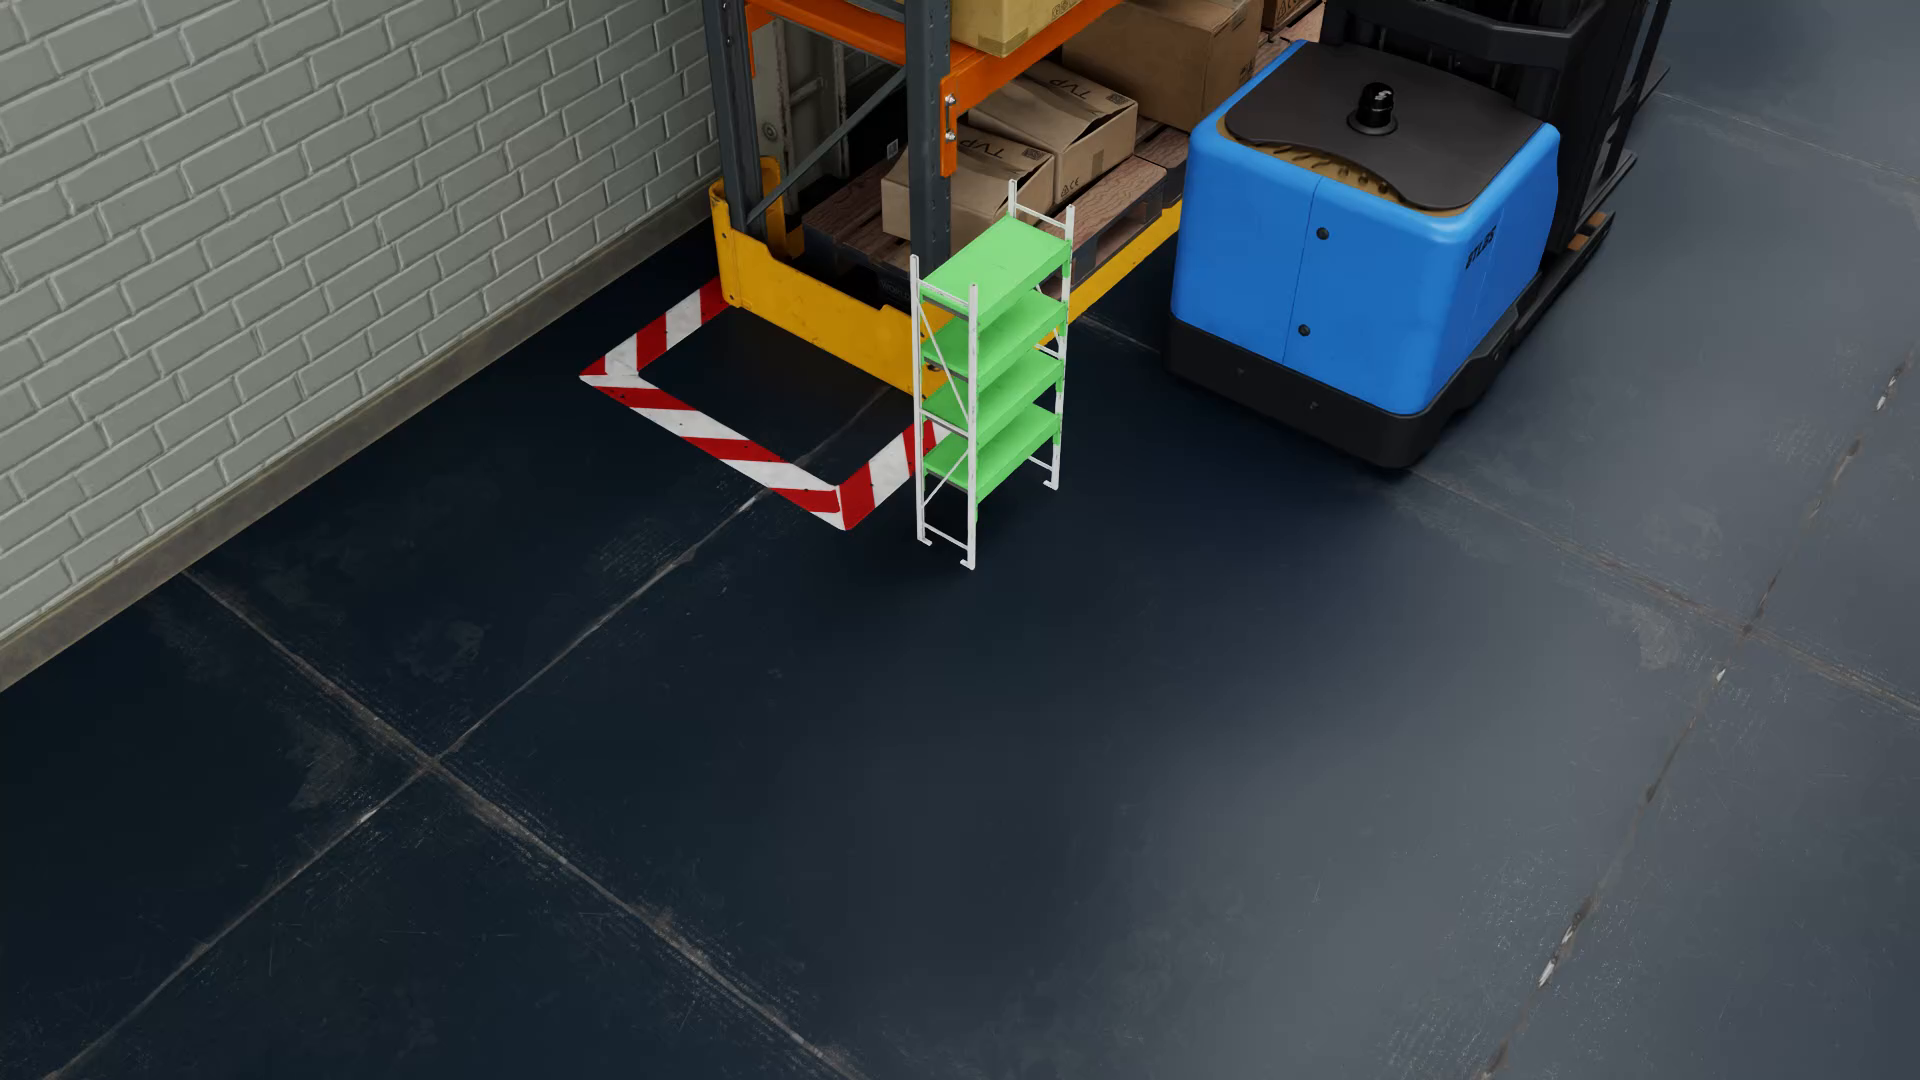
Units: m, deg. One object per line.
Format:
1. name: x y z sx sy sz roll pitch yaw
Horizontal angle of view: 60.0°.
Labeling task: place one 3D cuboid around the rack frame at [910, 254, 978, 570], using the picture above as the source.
1. rack frame: -0.048 -0.370 5.273 0.240 1.200 0.015 29 53 25

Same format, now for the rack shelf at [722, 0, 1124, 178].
1. rack shelf: 0.761 -2.709 6.761 1.077 0.370 4.000 29 53 25

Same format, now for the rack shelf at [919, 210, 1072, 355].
1. rack shelf: 0.101 -0.797 5.106 0.258 0.148 0.480 29 53 25

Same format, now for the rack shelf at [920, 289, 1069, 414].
1. rack shelf: 0.101 -0.631 5.279 0.258 0.148 0.480 29 53 25

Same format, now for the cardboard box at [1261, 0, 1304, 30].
1. cardboard box: 1.381 -2.779 7.755 0.500 0.500 0.500 25 51 22

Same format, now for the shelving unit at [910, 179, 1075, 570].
1. shelving unit: 0.101 -0.509 5.407 0.258 1.200 0.503 29 53 25

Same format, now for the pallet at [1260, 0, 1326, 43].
1. pallet: 1.601 -2.739 8.220 1.003 0.211 1.213 29 53 25

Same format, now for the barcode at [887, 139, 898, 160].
1. barcode: -0.273 -1.583 6.737 0.001 0.075 0.075 29 53 25

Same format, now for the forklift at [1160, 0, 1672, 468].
1. forklift: 2.041 -2.291 5.912 1.130 2.935 3.031 28 52 24

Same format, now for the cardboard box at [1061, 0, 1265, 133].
1. cardboard box: 0.869 -2.182 7.184 0.700 0.500 0.500 26 52 23

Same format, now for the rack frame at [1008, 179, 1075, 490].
1. rack frame: 0.250 -0.649 5.540 0.240 1.200 0.015 29 53 25

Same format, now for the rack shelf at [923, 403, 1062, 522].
1. rack shelf: 0.101 -0.299 5.626 0.258 0.148 0.480 29 53 25

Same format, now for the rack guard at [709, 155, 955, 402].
1. rack guard: -0.415 -0.993 6.353 1.175 0.500 0.348 29 53 25

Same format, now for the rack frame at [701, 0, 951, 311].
1. rack frame: -0.462 -1.813 5.408 1.000 3.000 0.127 29 53 25

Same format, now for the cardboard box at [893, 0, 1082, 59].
1. cardboard box: 0.088 -1.907 5.587 0.500 0.250 0.500 28 52 24

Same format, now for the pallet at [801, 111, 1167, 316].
1. pallet: 0.110 -1.343 6.887 1.003 0.211 1.213 29 53 25

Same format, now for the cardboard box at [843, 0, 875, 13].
1. cardboard box: -0.329 -2.121 5.792 0.500 0.250 0.500 30 53 25

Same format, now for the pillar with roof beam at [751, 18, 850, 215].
1. pillar with roof beam: 2.689 -2.765 2.168 9.100 9.000 0.400 29 53 25

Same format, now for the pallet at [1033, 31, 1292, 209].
1. pallet: 0.856 -2.038 7.551 1.003 0.211 1.213 29 53 25

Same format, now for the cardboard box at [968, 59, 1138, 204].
1. cardboard box: 0.381 -1.719 6.873 0.500 0.311 0.500 34 55 28

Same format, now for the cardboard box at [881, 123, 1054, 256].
1. cardboard box: 0.033 -1.392 6.561 0.500 0.311 0.500 24 51 21

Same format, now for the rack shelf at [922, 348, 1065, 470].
1. rack shelf: 0.101 -0.465 5.453 0.258 0.148 0.480 29 53 25
